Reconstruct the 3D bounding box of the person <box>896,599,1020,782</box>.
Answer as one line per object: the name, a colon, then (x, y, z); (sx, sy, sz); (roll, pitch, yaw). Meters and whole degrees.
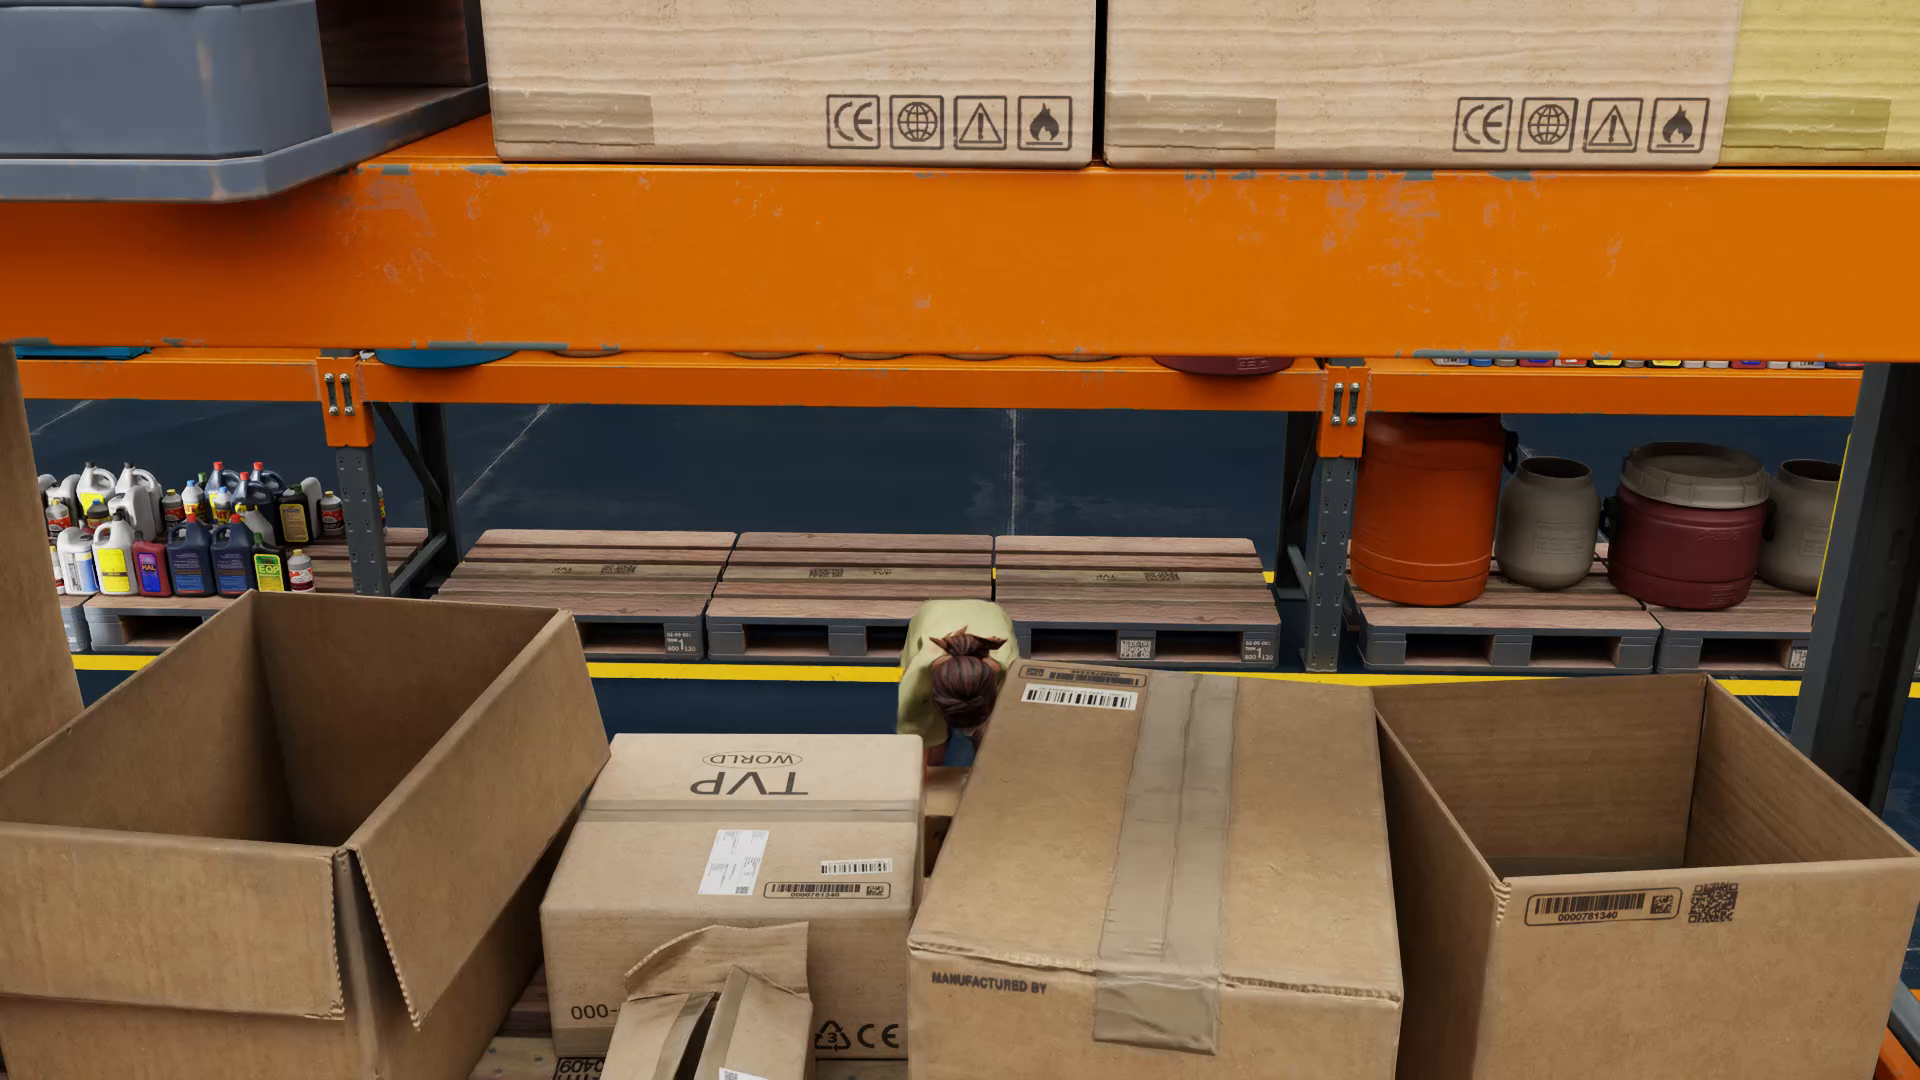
person: (0.003, 0.716, 4.934); (0.415, 1.158, 0.865); (0, 21, 0)
